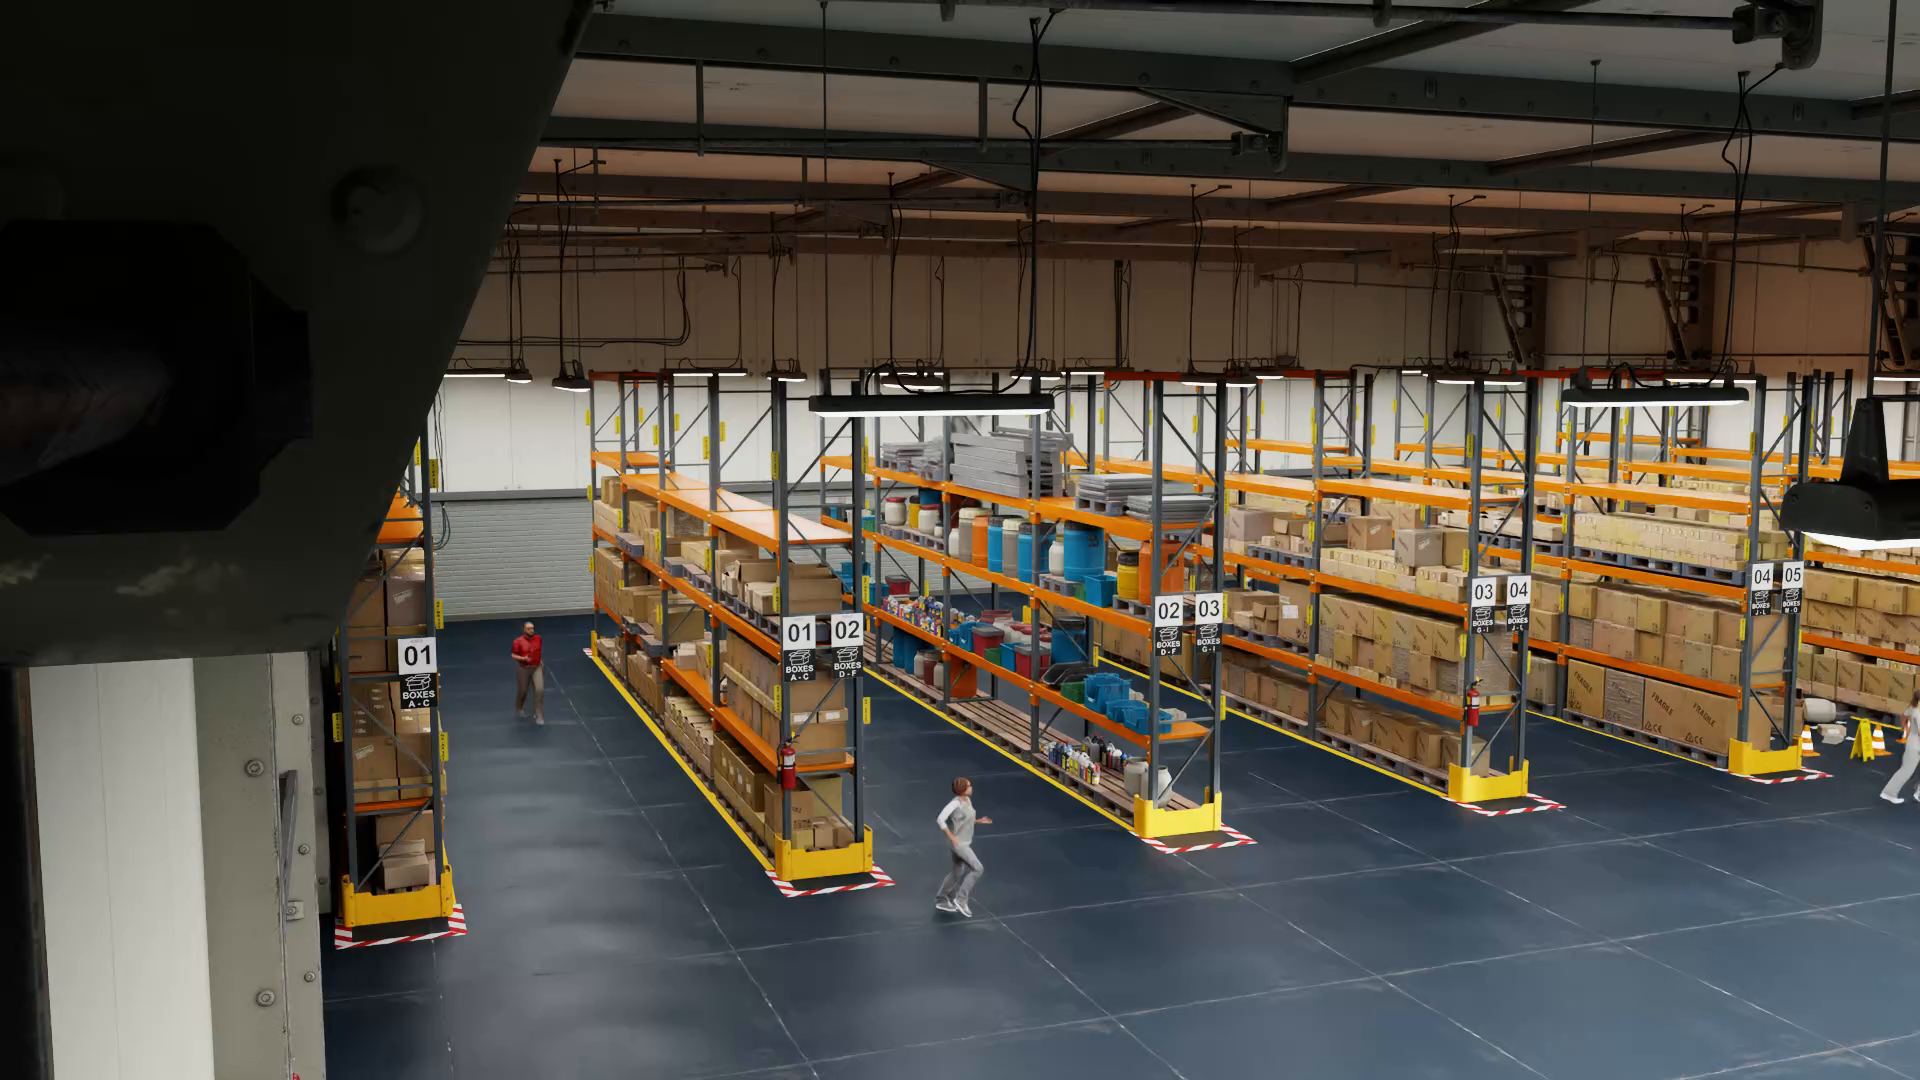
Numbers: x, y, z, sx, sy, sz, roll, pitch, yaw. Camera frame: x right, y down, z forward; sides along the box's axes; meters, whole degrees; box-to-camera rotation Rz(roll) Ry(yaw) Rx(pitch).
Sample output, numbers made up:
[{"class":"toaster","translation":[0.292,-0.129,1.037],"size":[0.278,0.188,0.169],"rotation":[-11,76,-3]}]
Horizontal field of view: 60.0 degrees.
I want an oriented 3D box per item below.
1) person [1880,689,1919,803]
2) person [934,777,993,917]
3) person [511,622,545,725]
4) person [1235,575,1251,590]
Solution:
[{"class":"person","translation":[13.341,2.921,23.186],"size":[0.815,1.712,0.526],"rotation":[4,8,32]},{"class":"person","translation":[0.027,3.453,18.756],"size":[0.660,1.596,0.537],"rotation":[1,6,10]},{"class":"person","translation":[-7.450,2.283,28.696],"size":[0.611,1.774,0.893],"rotation":[-4,8,-32]},{"class":"person","translation":[7.132,0.808,41.721],"size":[0.647,1.730,0.702],"rotation":[-5,8,-36]}]
